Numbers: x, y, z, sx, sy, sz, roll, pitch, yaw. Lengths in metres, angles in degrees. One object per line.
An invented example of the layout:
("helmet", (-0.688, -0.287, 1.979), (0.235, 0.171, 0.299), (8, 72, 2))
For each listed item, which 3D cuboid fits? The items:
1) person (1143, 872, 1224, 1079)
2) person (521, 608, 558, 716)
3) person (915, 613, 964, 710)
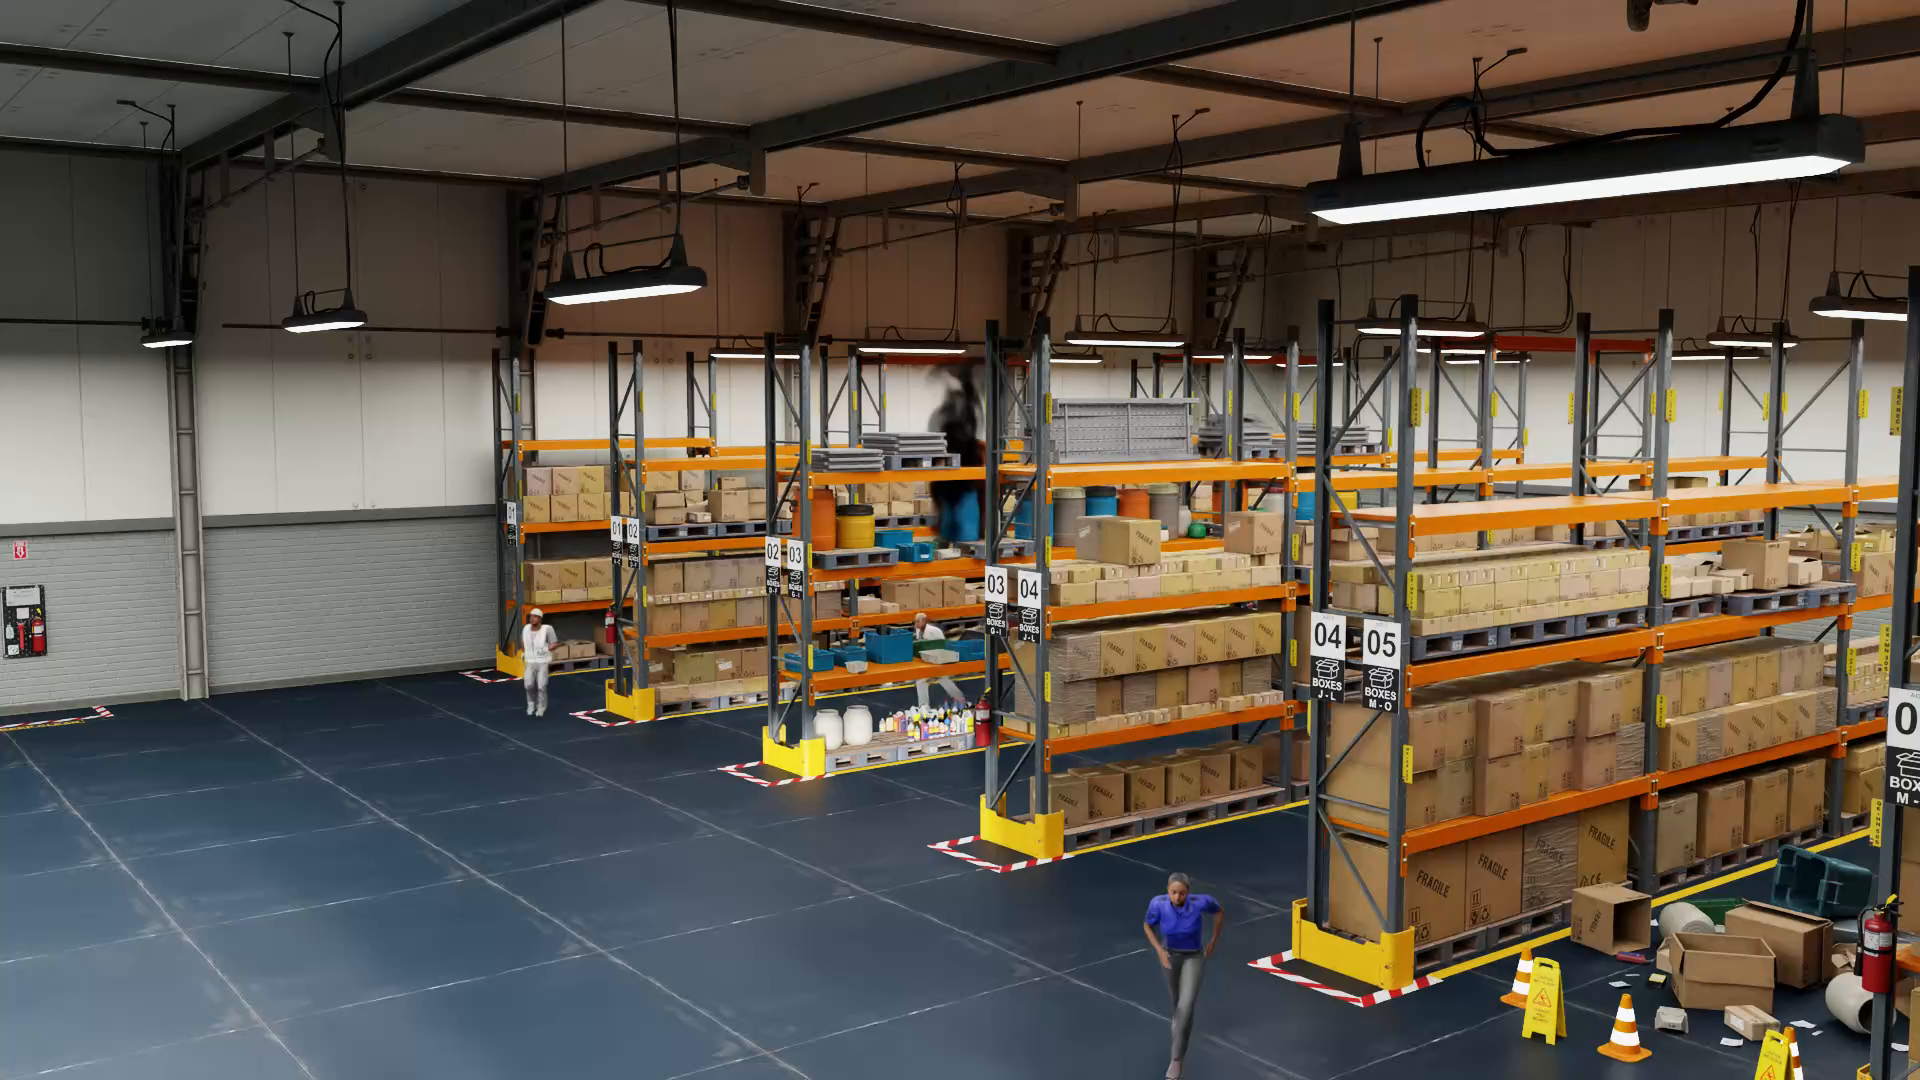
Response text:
("person", (1.736, 3.270, 12.908), (0.610, 1.616, 0.975), (1, 5, 10))
("person", (-6.734, 1.958, 26.462), (0.658, 1.745, 0.625), (0, 5, 4))
("person", (-0.345, 2.028, 26.768), (1.054, 1.688, 0.753), (-4, 7, -41))
